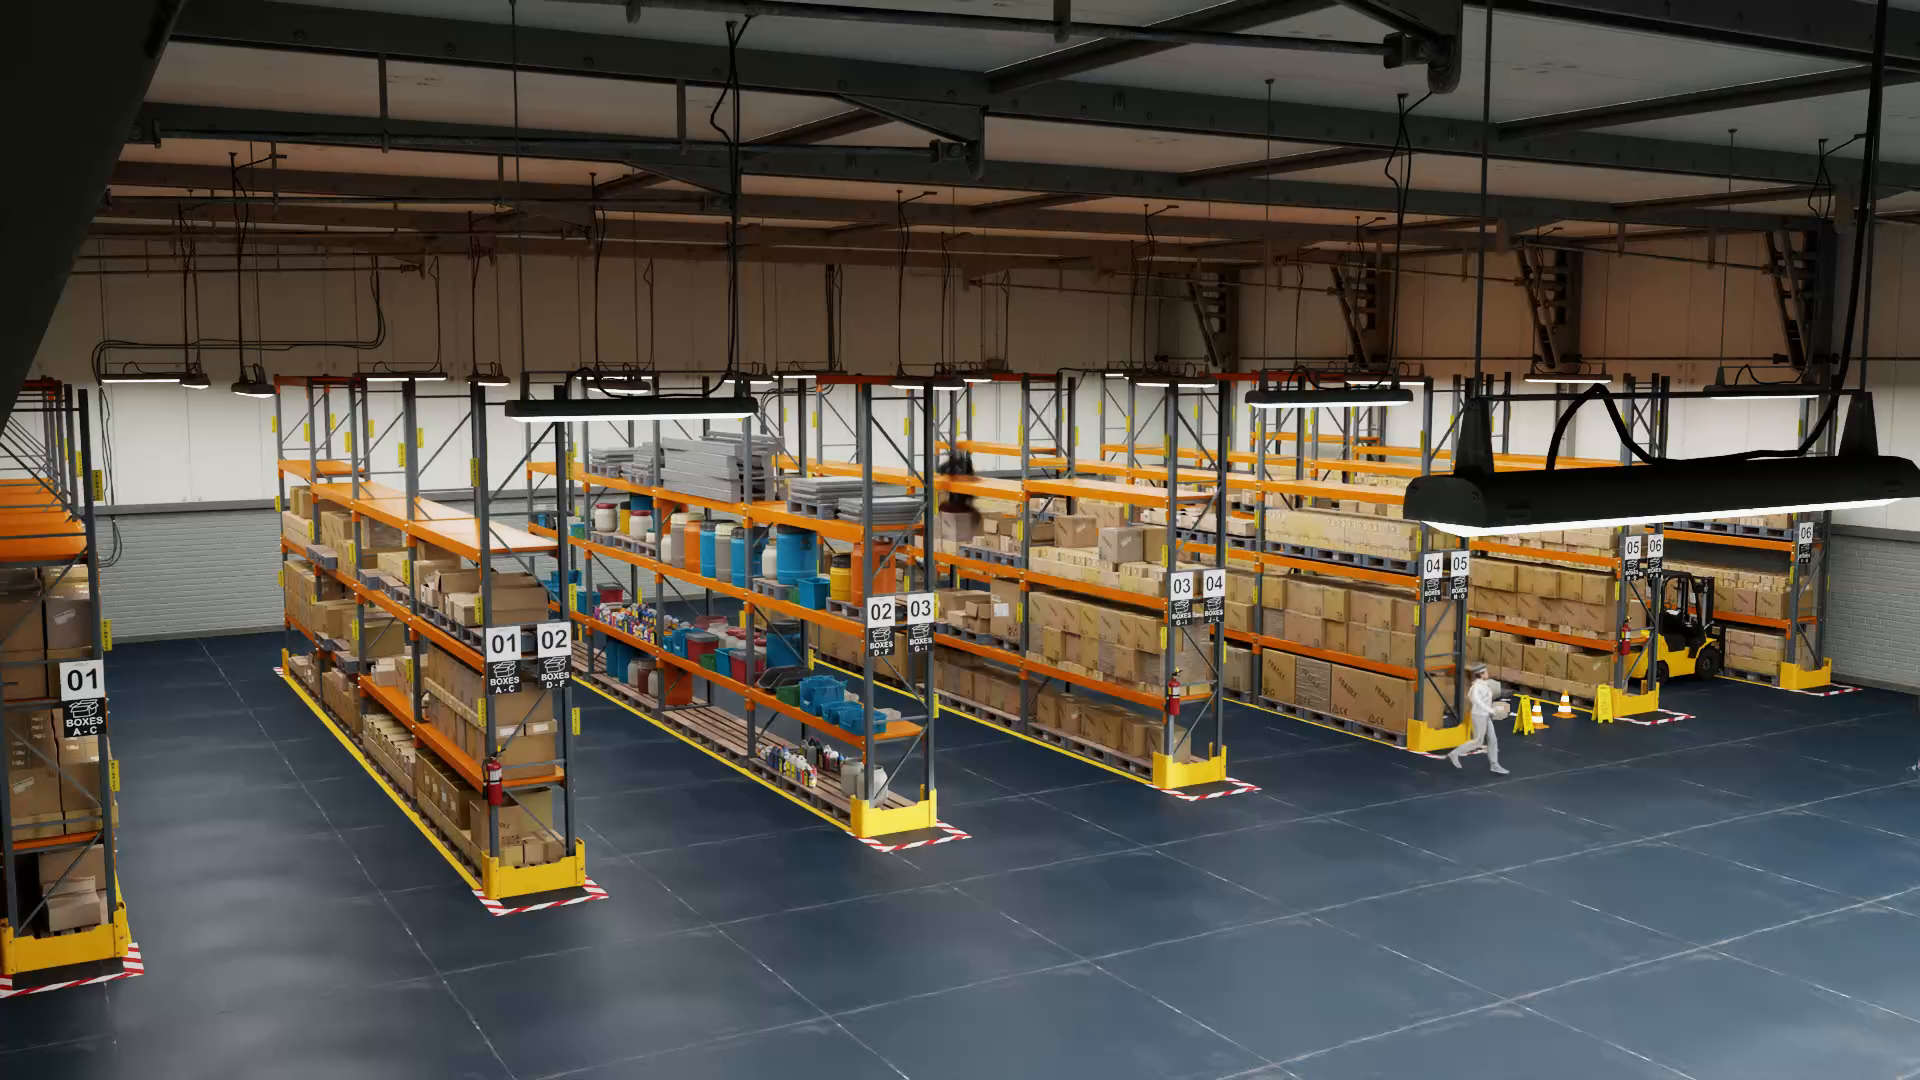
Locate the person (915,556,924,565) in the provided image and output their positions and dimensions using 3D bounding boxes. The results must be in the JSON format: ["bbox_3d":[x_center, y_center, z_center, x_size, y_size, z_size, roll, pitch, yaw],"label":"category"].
[{"bbox_3d":[-1.109,0.912,41.869,0.838,1.694,0.714,-4,7,-32],"label":"person"}]

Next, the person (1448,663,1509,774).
[{"bbox_3d":[7.995,2.709,25.522,0.901,1.653,0.674,2,7,21],"label":"person"}]
